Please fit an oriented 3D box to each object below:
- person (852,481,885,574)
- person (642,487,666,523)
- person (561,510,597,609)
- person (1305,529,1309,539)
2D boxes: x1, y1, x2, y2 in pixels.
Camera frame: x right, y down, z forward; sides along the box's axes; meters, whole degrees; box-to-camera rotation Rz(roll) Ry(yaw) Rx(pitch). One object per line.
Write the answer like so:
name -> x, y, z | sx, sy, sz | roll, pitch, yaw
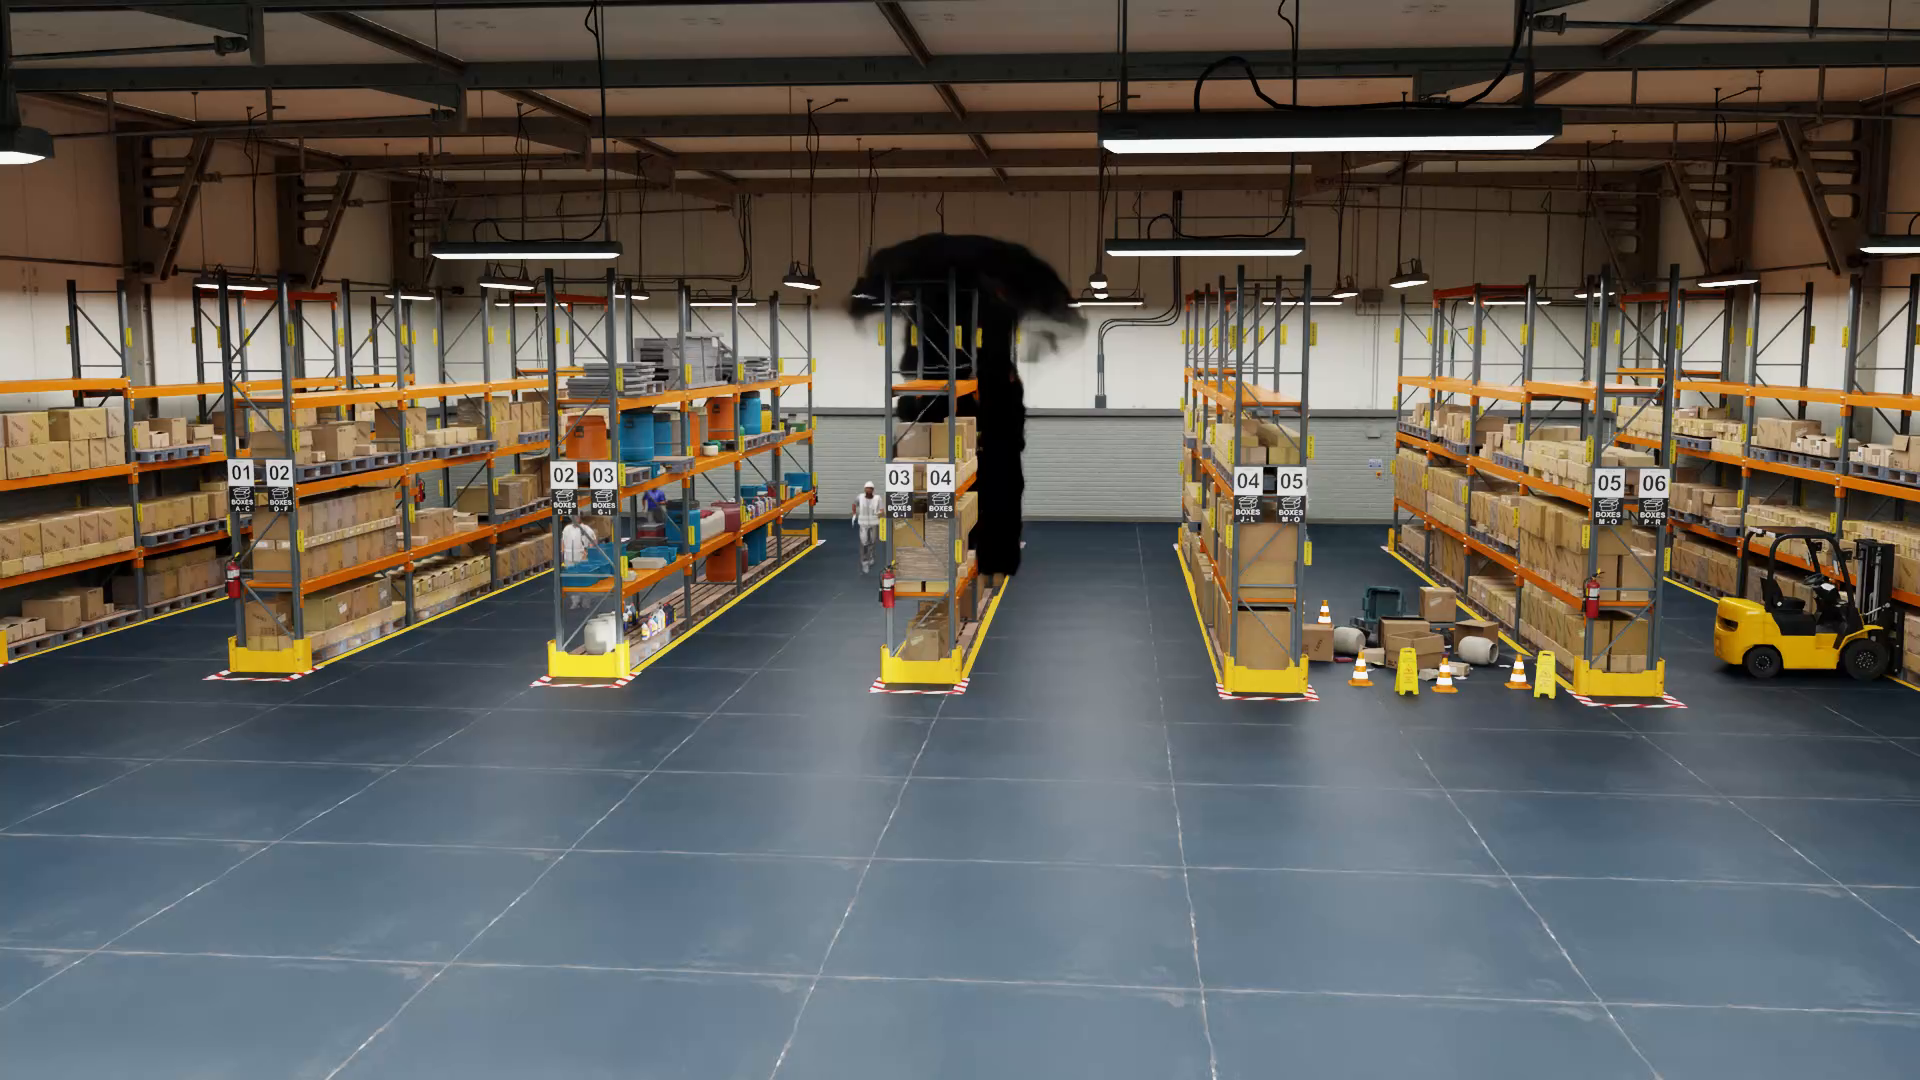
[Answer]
person -> -1.865, -0.256, 33.924 | 0.655, 1.884, 0.811 | -1, 7, -7
person -> -7.194, -0.578, 39.131 | 0.558, 1.700, 0.816 | -1, 7, -10
person -> -6.695, 0.339, 29.018 | 0.660, 1.773, 0.579 | 1, 7, 5
person -> 8.163, -0.757, 40.656 | 0.737, 1.761, 0.580 | 2, 7, 13
